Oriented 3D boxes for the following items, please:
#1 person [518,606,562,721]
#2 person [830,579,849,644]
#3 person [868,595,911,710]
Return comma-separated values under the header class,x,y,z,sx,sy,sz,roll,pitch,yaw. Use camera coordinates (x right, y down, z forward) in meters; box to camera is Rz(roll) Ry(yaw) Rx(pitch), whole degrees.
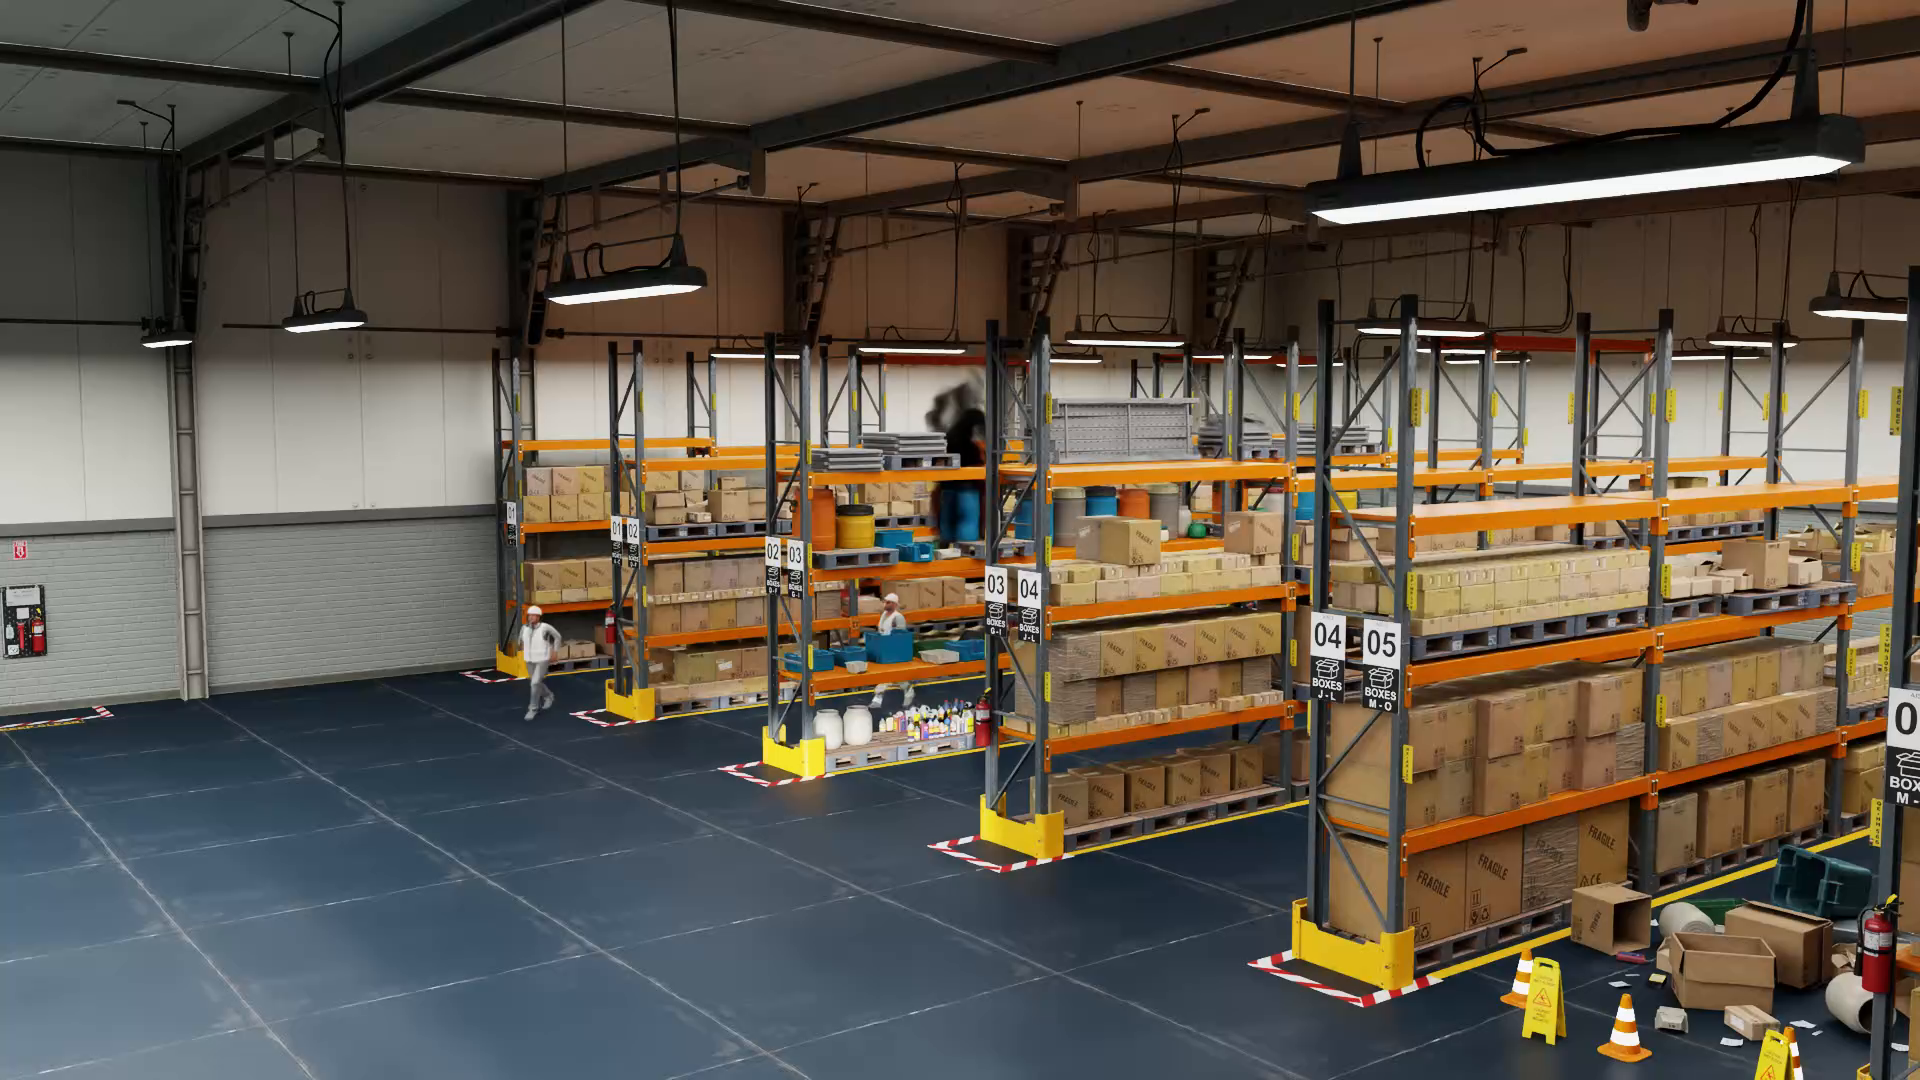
class,x,y,z,sx,sy,sz,roll,pitch,yaw
person,-6.771,1.945,26.674,0.692,1.784,0.933,2,5,19
person,-2.267,1.526,31.805,0.653,1.679,0.605,4,7,42
person,-1.136,1.734,25.703,0.839,1.781,0.669,-4,7,-40
